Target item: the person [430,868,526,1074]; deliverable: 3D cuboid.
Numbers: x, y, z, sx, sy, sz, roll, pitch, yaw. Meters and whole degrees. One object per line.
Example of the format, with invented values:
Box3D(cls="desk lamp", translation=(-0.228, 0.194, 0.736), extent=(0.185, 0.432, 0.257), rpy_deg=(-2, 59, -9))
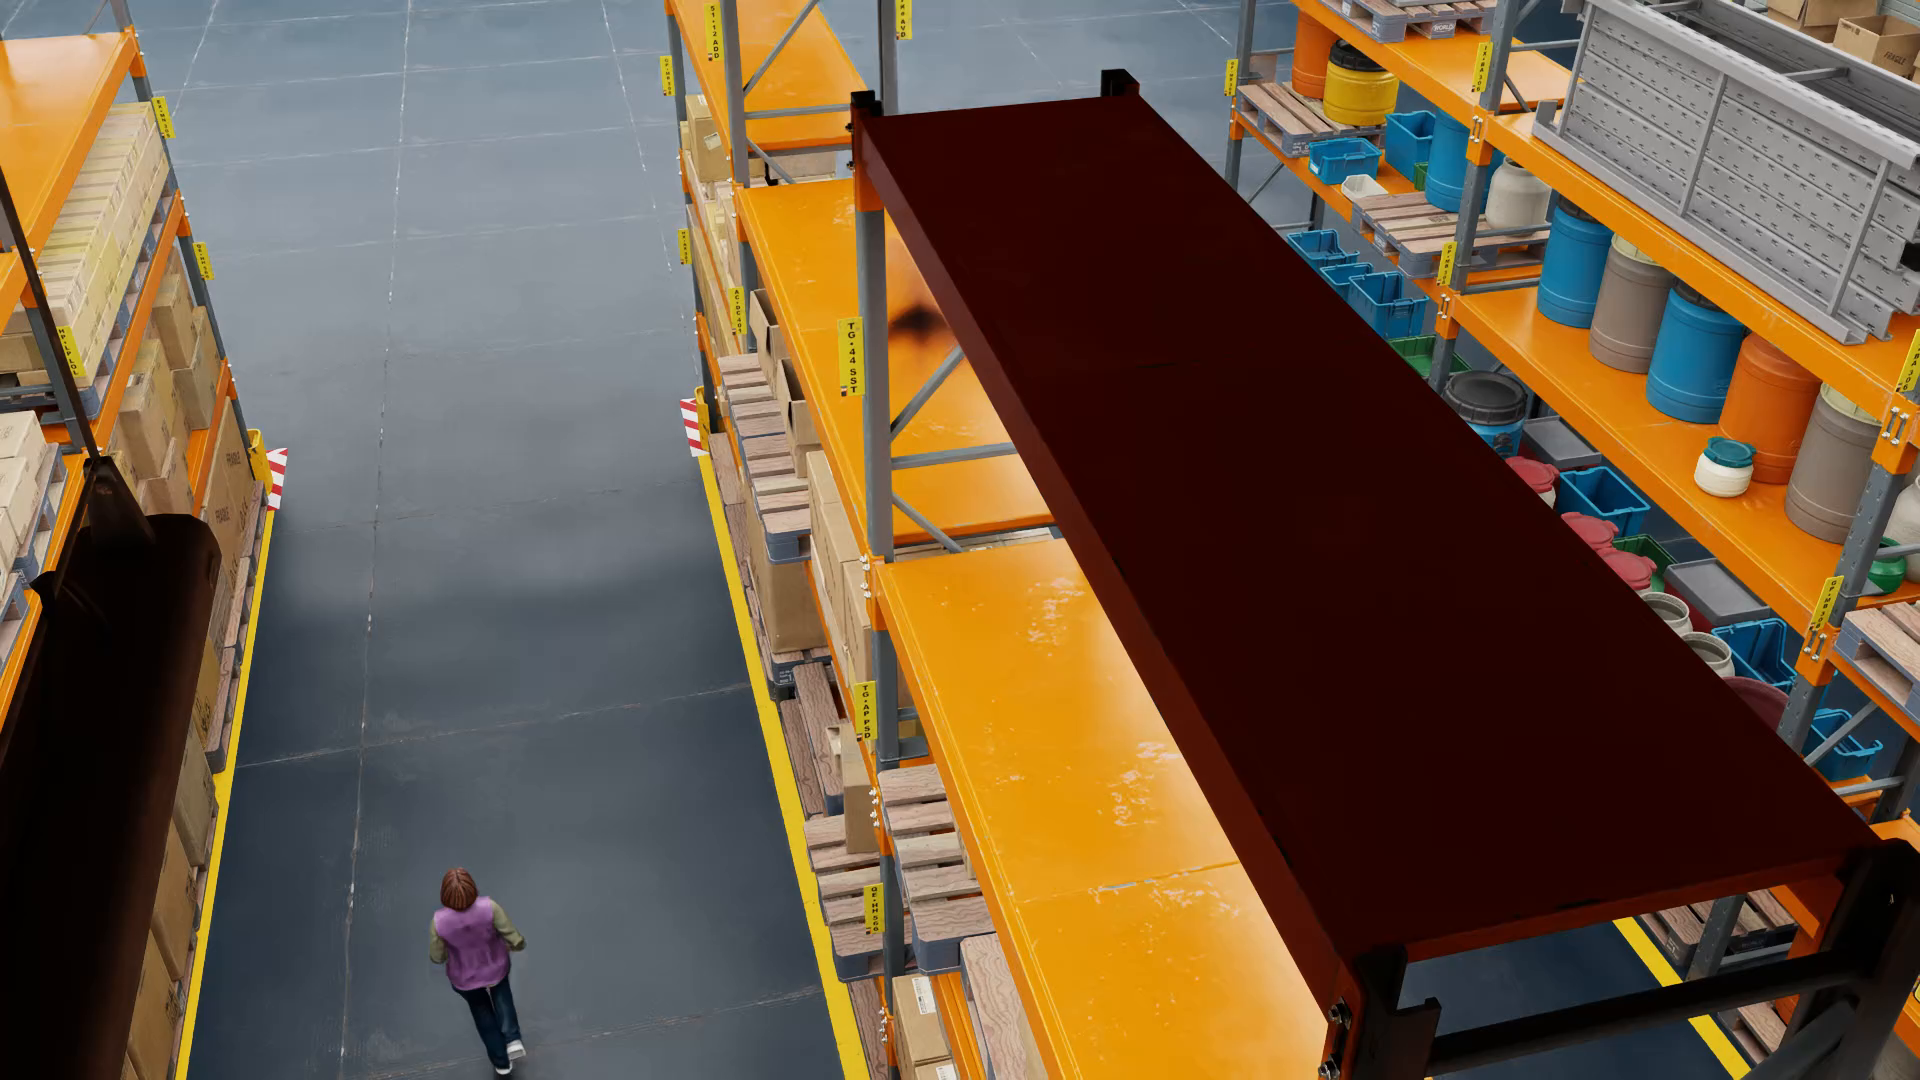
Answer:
Box3D(cls="person", translation=(-2.665, 2.364, 9.268), extent=(0.503, 1.559, 0.493), rpy_deg=(-13, 36, -18))
